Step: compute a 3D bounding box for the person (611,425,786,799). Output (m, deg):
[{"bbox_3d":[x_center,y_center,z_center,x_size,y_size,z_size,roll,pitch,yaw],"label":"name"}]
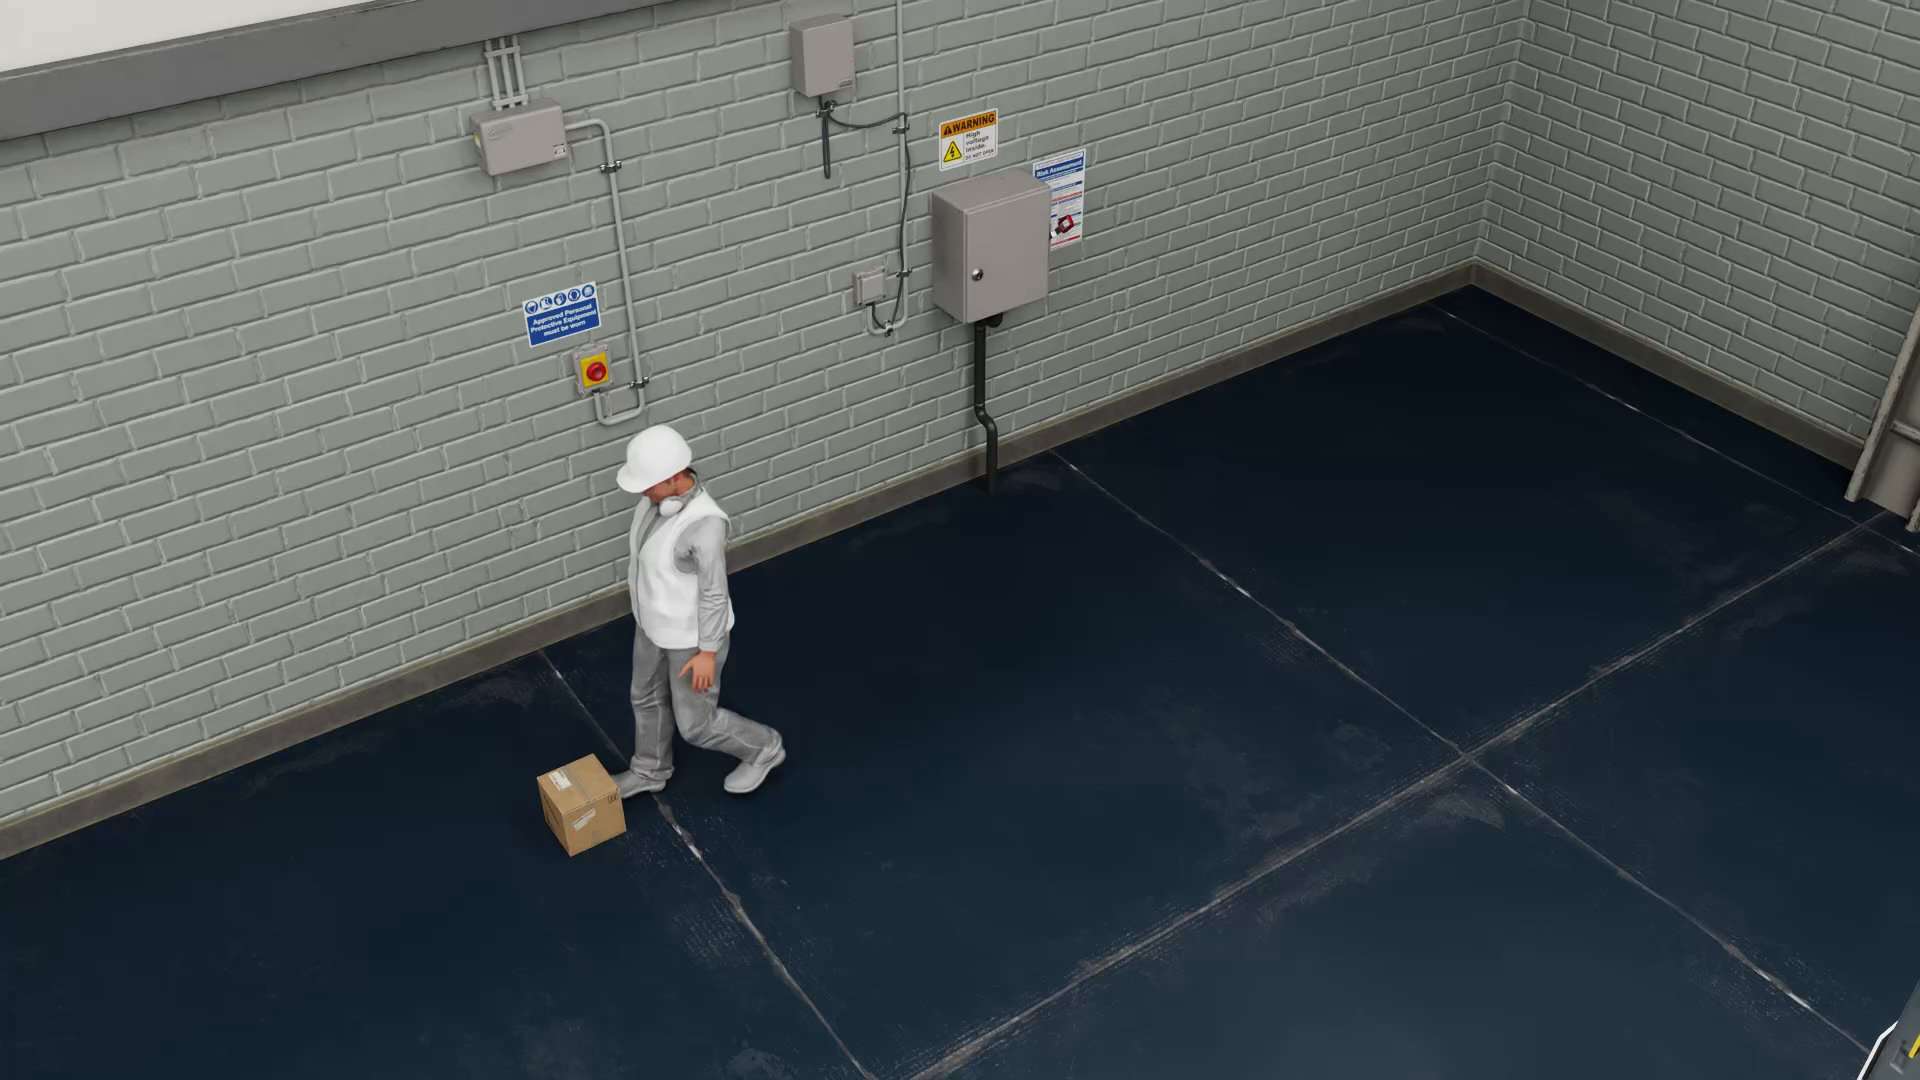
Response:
[{"bbox_3d":[-1.127,0.336,6.505,0.736,1.757,0.572,-21,41,-27],"label":"person"}]
